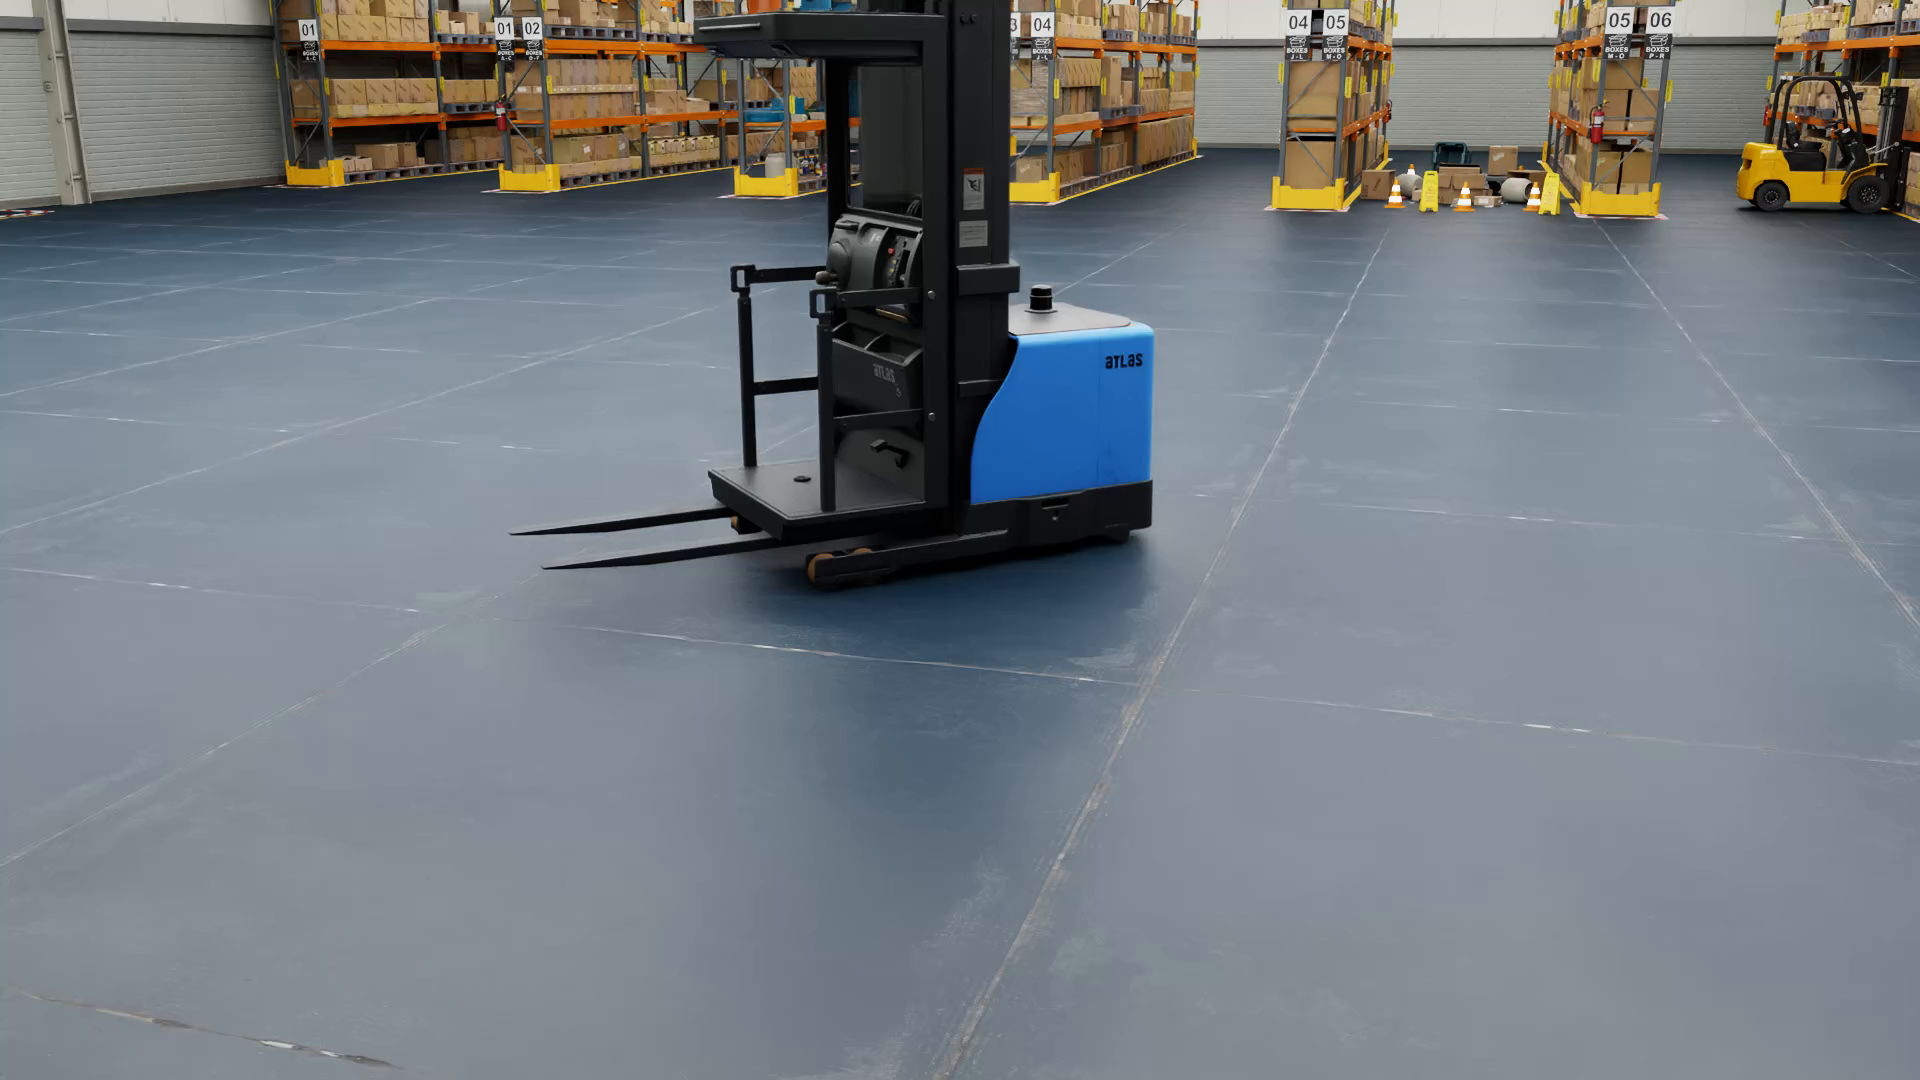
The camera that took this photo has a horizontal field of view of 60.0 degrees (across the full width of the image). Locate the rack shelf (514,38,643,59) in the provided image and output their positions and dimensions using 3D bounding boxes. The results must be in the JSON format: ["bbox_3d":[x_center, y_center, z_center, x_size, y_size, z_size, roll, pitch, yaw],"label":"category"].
[{"bbox_3d":[-7.773,-9.871,33.454,1.077,0.370,4.000,5,16,16],"label":"rack shelf"}]

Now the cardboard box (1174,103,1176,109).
[{"bbox_3d":[5.117,-10.689,40.979,0.380,0.149,0.250,5,17,18],"label":"cardboard box"}]

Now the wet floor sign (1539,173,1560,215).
[{"bbox_3d":[9.577,-5.613,26.937,0.267,0.644,0.232,11,19,35],"label":"wet floor sign"}]

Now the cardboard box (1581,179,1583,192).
[{"bbox_3d":[10.783,-5.959,28.112,0.500,0.250,0.500,5,16,16],"label":"cardboard box"}]

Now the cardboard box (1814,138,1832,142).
[{"bbox_3d":[18.159,-8.360,34.930,0.380,0.149,0.250,5,17,18],"label":"cardboard box"}]

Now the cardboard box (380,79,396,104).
[{"bbox_3d":[-12.230,-9.433,34.952,0.500,0.500,0.500,5,17,18],"label":"cardboard box"}]

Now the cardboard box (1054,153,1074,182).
[{"bbox_3d":[1.883,-7.107,31.699,0.500,0.500,0.500,3,16,11],"label":"cardboard box"}]

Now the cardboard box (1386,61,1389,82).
[{"bbox_3d":[10.254,-11.520,40.887,0.500,0.500,0.500,6,17,19],"label":"cardboard box"}]

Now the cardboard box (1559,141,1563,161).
[{"bbox_3d":[14.348,-8.978,38.410,0.875,0.438,0.875,4,16,15],"label":"cardboard box"}]

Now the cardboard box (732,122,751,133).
[{"bbox_3d":[-5.587,-10.390,41.866,0.500,0.250,0.500,5,16,16],"label":"cardboard box"}]

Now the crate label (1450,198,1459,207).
[{"bbox_3d":[8.545,-5.756,28.371,0.250,0.136,0.298,-4,16,-13],"label":"crate label"}]

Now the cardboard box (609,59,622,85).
[{"bbox_3d":[-7.468,-9.720,34.542,0.700,0.500,0.500,5,16,16],"label":"cardboard box"}]

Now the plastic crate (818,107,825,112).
[{"bbox_3d":[-2.511,-8.530,33.177,0.499,0.251,0.616,5,16,16],"label":"plastic crate"}]

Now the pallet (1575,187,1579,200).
[{"bbox_3d":[11.636,-6.239,29.940,1.003,0.211,1.213,5,16,16],"label":"pallet"}]

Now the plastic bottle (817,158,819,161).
[{"bbox_3d":[-2.931,-7.672,34.054,0.061,0.283,0.133,5,16,16],"label":"plastic bottle"}]

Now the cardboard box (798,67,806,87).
[{"bbox_3d":[-4.382,-12.156,43.672,0.500,0.500,0.500,4,16,14],"label":"cardboard box"}]

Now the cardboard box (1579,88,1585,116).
[{"bbox_3d":[11.401,-7.857,29.805,0.500,0.500,0.500,5,16,16],"label":"cardboard box"}]

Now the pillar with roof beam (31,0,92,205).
[{"bbox_3d":[-11.300,-9.866,26.623,9.100,9.000,0.400,5,16,16],"label":"pillar with roof beam"}]

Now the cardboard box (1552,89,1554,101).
[{"bbox_3d":[14.675,-10.709,40.405,0.500,0.500,0.500,4,16,15],"label":"cardboard box"}]

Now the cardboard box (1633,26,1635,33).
[{"bbox_3d":[11.277,-8.375,27.324,0.380,0.149,0.250,4,16,14],"label":"cardboard box"}]

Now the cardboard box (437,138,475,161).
[{"bbox_3d":[-11.664,-9.022,38.415,0.700,0.500,0.500,4,16,15],"label":"cardboard box"}]

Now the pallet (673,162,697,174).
[{"bbox_3d":[-6.688,-8.471,37.809,1.003,0.211,1.213,5,16,16],"label":"pallet"}]

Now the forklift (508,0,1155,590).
[{"bbox_3d":[-0.585,-1.346,7.704,3.031,2.935,1.130,-8,18,-26],"label":"forklift"}]

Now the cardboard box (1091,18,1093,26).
[{"bbox_3d":[2.325,-9.848,31.599,0.380,0.149,0.250,4,16,13],"label":"cardboard box"}]

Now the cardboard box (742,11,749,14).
[{"bbox_3d":[-5.522,-12.656,40.819,0.600,0.600,0.600,4,16,14],"label":"cardboard box"}]

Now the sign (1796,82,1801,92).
[{"bbox_3d":[18.304,-9.925,36.237,0.100,0.325,0.005,5,16,16],"label":"sign"}]

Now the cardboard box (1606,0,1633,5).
[{"bbox_3d":[10.469,-8.530,26.408,0.380,0.149,0.250,5,17,16],"label":"cardboard box"}]

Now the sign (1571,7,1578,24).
[{"bbox_3d":[12.400,-10.581,33.547,0.100,0.325,0.005,5,16,16],"label":"sign"}]

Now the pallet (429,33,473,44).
[{"bbox_3d":[-11.678,-11.186,37.117,1.213,0.211,1.003,5,16,16],"label":"pallet"}]

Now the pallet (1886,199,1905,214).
[{"bbox_3d":[15.942,-5.509,27.364,1.003,0.211,1.213,5,16,16],"label":"pallet"}]

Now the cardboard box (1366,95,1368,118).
[{"bbox_3d":[7.999,-8.811,33.715,0.500,0.500,0.500,4,16,15],"label":"cardboard box"}]

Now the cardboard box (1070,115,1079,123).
[{"bbox_3d":[1.984,-7.801,30.797,0.380,0.149,0.250,5,16,16],"label":"cardboard box"}]

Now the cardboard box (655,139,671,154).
[{"bbox_3d":[-6.701,-8.665,36.624,0.500,0.311,0.500,4,16,15],"label":"cardboard box"}]

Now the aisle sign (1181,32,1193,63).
[{"bbox_3d":[6.010,-12.913,43.596,0.394,0.787,0.004,5,16,16],"label":"aisle sign"}]

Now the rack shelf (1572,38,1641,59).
[{"bbox_3d":[12.362,-9.379,31.722,1.077,0.370,4.000,5,16,16],"label":"rack shelf"}]

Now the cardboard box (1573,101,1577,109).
[{"bbox_3d":[12.327,-8.607,32.867,0.380,0.149,0.250,5,17,16],"label":"cardboard box"}]

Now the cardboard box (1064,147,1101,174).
[{"bbox_3d":[2.487,-7.696,33.739,0.700,0.500,0.500,3,16,12],"label":"cardboard box"}]

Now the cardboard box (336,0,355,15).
[{"bbox_3d":[-12.559,-10.825,33.447,0.500,0.500,0.500,4,16,15],"label":"cardboard box"}]

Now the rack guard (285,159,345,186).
[{"bbox_3d":[-13.071,-7.451,33.682,1.175,0.500,0.348,5,16,16],"label":"rack guard"}]

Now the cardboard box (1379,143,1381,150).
[{"bbox_3d":[10.129,-9.657,40.789,0.380,0.149,0.250,5,17,16],"label":"cardboard box"}]

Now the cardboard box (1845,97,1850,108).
[{"bbox_3d":[17.186,-8.362,31.673,0.500,0.250,0.500,5,17,18],"label":"cardboard box"}]

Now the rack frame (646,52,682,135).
[{"bbox_3d":[-8.545,-12.820,48.029,1.000,3.000,0.127,5,16,16],"label":"rack frame"}]

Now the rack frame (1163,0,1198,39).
[{"bbox_3d":[5.702,-14.553,43.148,1.000,3.000,0.127,5,16,16],"label":"rack frame"}]

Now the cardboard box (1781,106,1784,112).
[{"bbox_3d":[19.138,-9.926,38.286,0.380,0.149,0.250,5,17,17],"label":"cardboard box"}]

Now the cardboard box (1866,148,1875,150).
[{"bbox_3d":[17.130,-6.972,30.994,0.875,0.625,0.625,4,16,14],"label":"cardboard box"}]

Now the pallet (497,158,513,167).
[{"bbox_3d":[-11.042,-9.181,40.310,1.003,0.211,1.213,5,16,16],"label":"pallet"}]

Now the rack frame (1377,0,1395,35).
[{"bbox_3d":[10.429,-14.142,41.699,1.000,3.000,0.127,5,16,16],"label":"rack frame"}]

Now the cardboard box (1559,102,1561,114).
[{"bbox_3d":[13.543,-9.550,36.777,0.500,0.250,0.500,4,16,15],"label":"cardboard box"}]

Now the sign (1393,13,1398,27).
[{"bbox_3d":[10.955,-13.077,41.817,0.100,0.325,0.005,5,16,16],"label":"sign"}]

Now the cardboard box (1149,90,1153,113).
[{"bbox_3d":[4.114,-9.998,37.897,0.500,0.500,0.500,4,16,15],"label":"cardboard box"}]

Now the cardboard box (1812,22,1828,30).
[{"bbox_3d":[18.122,-10.795,34.901,0.380,0.149,0.250,5,17,17],"label":"cardboard box"}]

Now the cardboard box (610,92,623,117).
[{"bbox_3d":[-7.469,-9.090,34.697,0.700,0.500,0.500,4,16,15],"label":"cardboard box"}]

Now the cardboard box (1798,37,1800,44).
[{"bbox_3d":[18.981,-11.172,37.185,0.380,0.149,0.250,5,17,18],"label":"cardboard box"}]

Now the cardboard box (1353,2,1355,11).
[{"bbox_3d":[6.408,-9.074,28.102,0.500,0.250,0.500,4,16,15],"label":"cardboard box"}]
